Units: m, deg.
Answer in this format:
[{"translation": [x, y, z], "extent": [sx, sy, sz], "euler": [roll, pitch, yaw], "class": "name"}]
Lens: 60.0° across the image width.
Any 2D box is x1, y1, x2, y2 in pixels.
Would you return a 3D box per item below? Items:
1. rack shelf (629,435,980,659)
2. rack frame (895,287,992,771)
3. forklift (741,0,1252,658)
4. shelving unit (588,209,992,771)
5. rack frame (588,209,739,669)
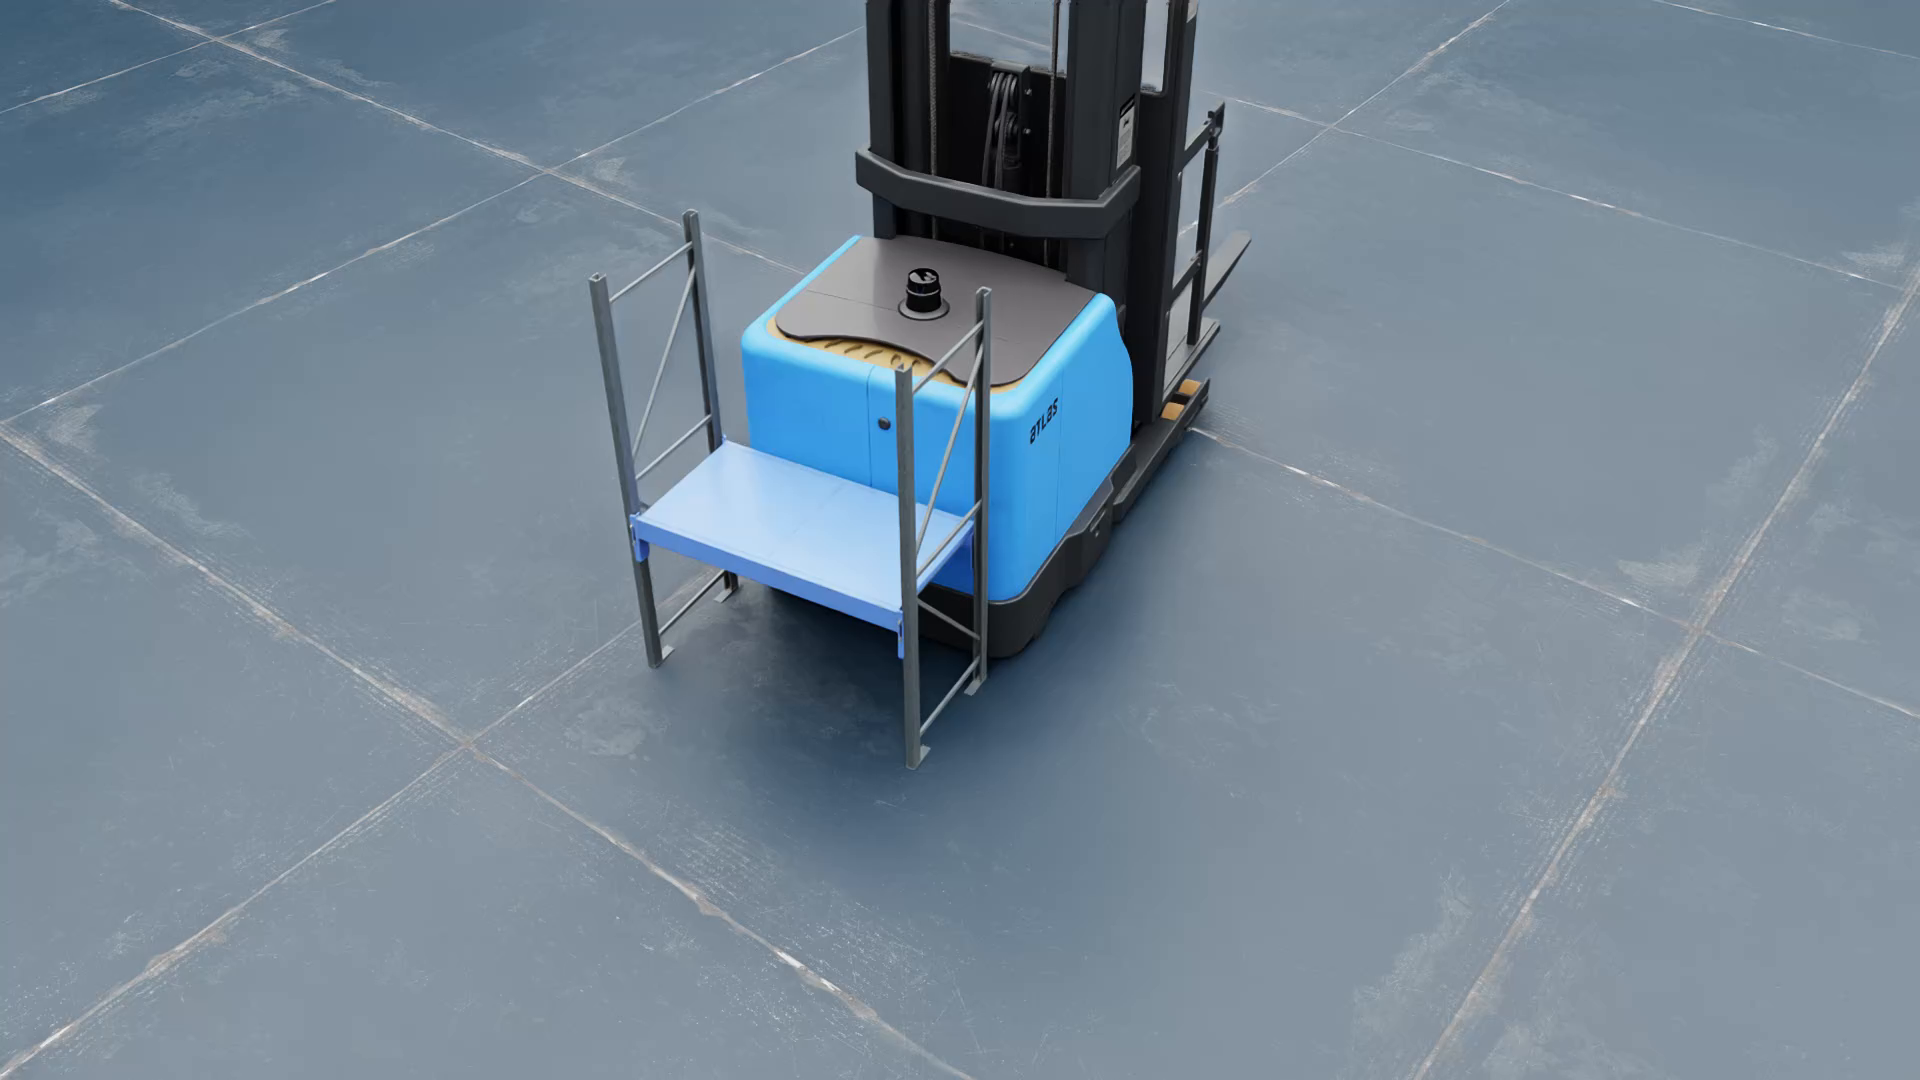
[{"translation": [-0.488, 0.001, 5.324], "extent": [1.000, 0.185, 0.538], "euler": [18, 42, 22], "class": "rack shelf"}, {"translation": [-0.041, 0.008, 5.022], "extent": [0.032, 1.500, 0.500], "euler": [18, 42, 22], "class": "rack frame"}, {"translation": [0.377, -1.656, 5.988], "extent": [1.130, 2.935, 3.031], "euler": [17, 41, 20], "class": "forklift"}, {"translation": [-0.488, -0.141, 5.213], "extent": [1.048, 1.500, 0.538], "euler": [18, 42, 22], "class": "shelving unit"}, {"translation": [-0.936, -0.290, 5.403], "extent": [0.032, 1.500, 0.500], "euler": [18, 42, 22], "class": "rack frame"}]
